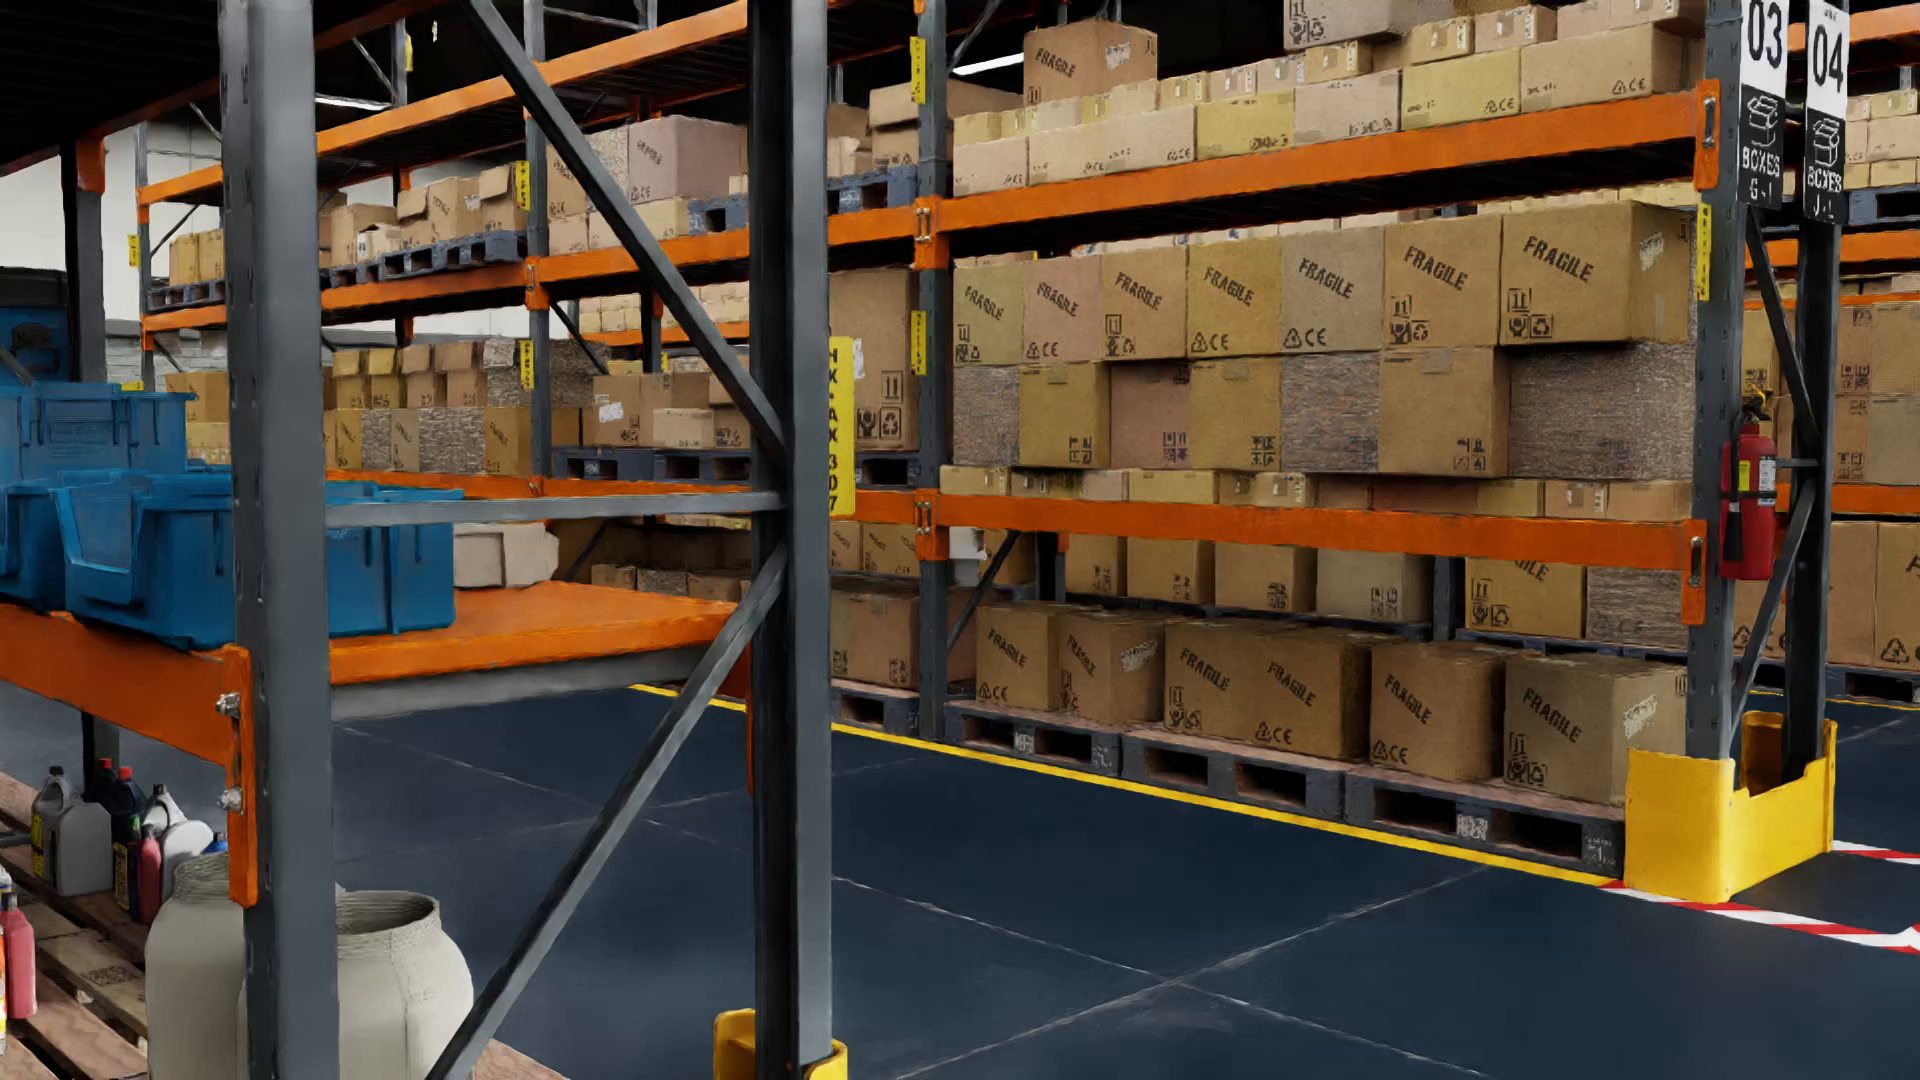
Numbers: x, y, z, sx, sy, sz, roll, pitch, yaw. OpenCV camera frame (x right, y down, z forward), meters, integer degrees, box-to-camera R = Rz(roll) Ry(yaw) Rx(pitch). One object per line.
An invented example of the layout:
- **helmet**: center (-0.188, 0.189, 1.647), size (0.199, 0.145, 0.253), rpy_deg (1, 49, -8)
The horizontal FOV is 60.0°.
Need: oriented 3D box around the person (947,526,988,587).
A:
- **person**: center (0.000, -0.083, 12.105), size (0.623, 1.785, 0.423), rpy_deg (4, 5, 43)
